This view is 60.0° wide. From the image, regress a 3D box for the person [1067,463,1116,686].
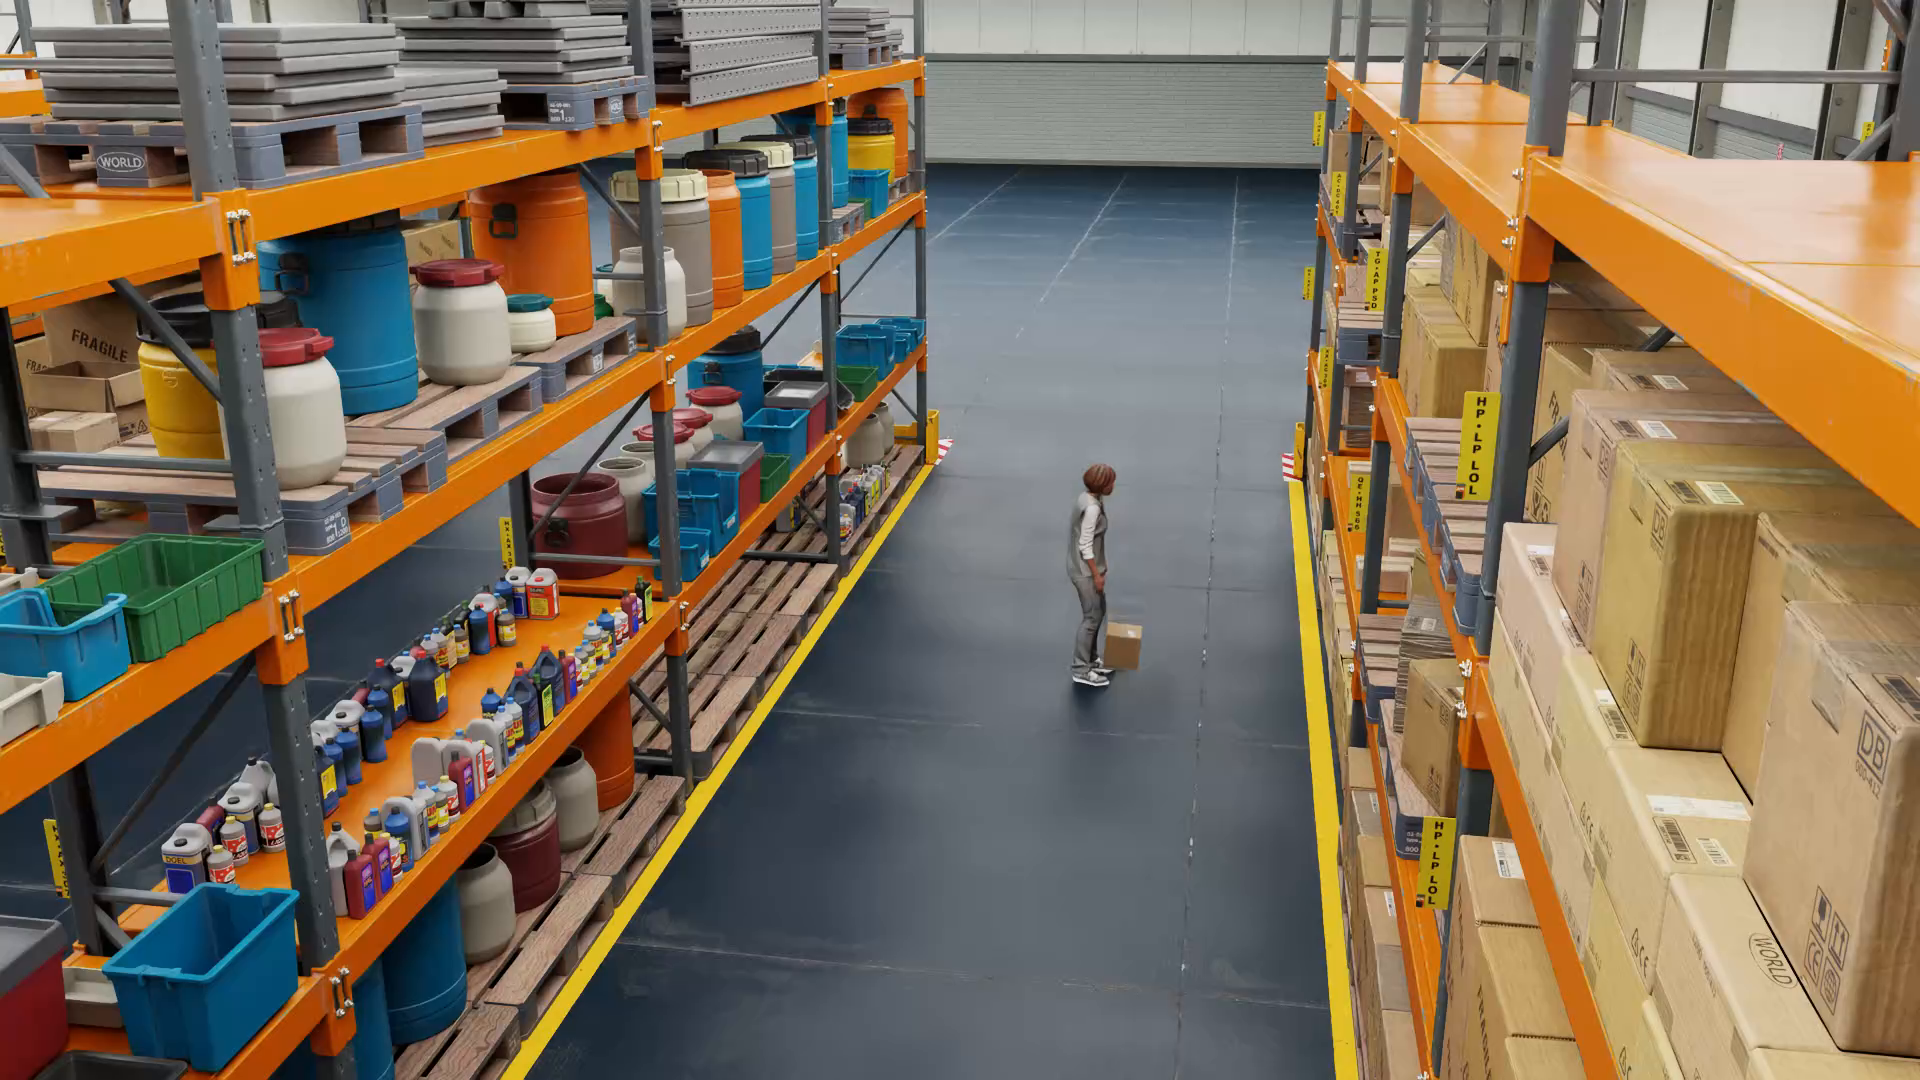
[{"bbox_3d":[0.948,0.226,11.883,0.374,1.595,0.458,2,18,7],"label":"person"}]
